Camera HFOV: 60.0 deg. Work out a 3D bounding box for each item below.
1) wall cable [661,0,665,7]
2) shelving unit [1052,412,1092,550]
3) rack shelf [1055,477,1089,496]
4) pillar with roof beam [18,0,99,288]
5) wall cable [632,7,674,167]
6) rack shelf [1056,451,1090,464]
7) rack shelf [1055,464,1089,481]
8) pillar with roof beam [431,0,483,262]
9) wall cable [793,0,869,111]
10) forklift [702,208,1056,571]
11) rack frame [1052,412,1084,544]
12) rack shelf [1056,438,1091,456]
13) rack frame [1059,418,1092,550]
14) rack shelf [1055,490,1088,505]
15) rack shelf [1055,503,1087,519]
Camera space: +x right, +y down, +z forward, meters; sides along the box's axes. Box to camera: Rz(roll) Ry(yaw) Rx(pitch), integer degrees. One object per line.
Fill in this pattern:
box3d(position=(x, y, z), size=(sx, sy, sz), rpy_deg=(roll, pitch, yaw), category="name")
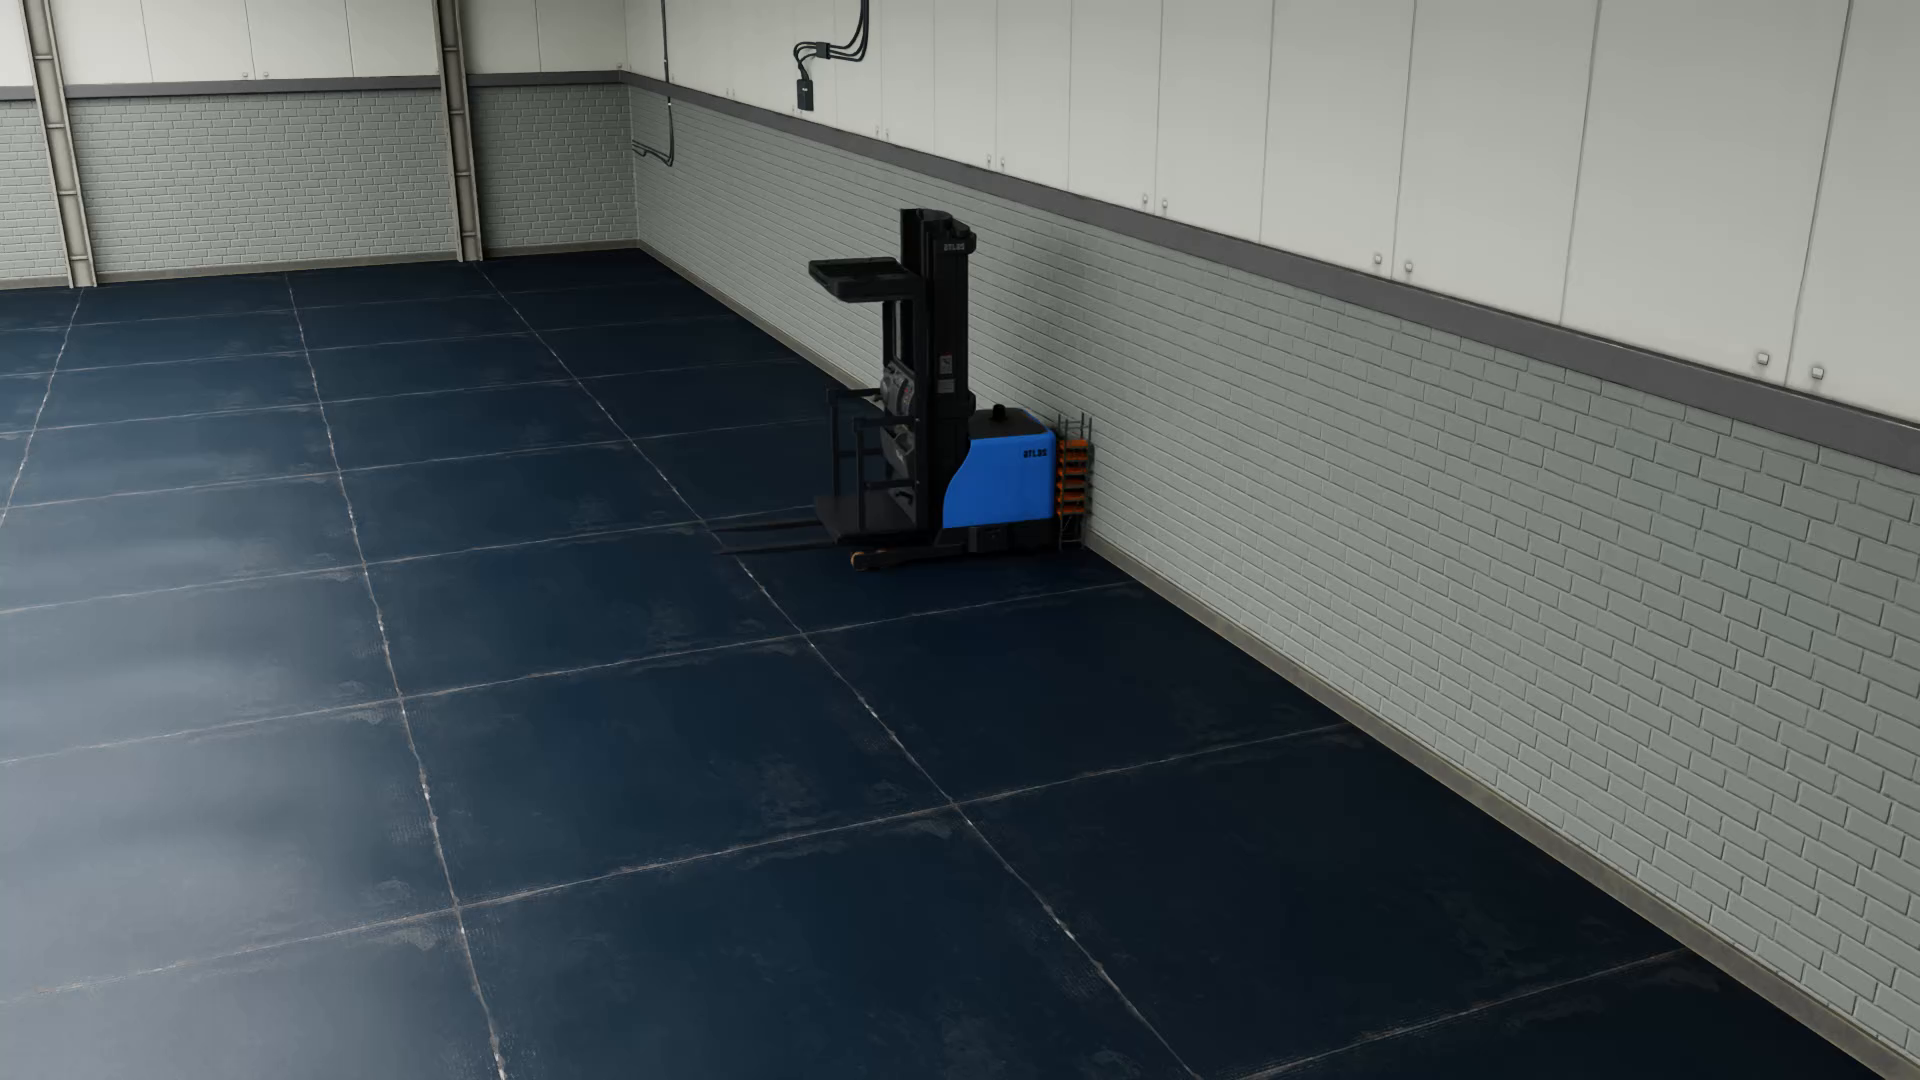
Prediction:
box3d(position=(-4.183, -9.176, 24.604), size=(0.112, 2.526, 3.097), rpy_deg=(-8, 21, -22), category="wall cable")
box3d(position=(0.982, -0.513, 14.654), size=(0.258, 1.200, 0.189), rpy_deg=(-4, 19, -17), category="shelving unit")
box3d(position=(0.981, -0.471, 14.668), size=(0.258, 0.103, 0.180), rpy_deg=(-4, 19, -17), category="rack shelf")
box3d(position=(-12.288, -6.997, 21.345), size=(0.400, 9.000, 9.100), rpy_deg=(-8, 21, -22), category="pillar with roof beam")
box3d(position=(-5.255, -7.619, 27.786), size=(0.112, 2.526, 3.097), rpy_deg=(-8, 21, -22), category="wall cable")
box3d(position=(0.988, -0.699, 14.591), size=(0.258, 0.103, 0.180), rpy_deg=(-4, 19, -17), category="rack shelf")
box3d(position=(0.985, -0.585, 14.629), size=(0.258, 0.103, 0.180), rpy_deg=(-4, 19, -17), category="rack shelf")
box3d(position=(-6.779, -7.786, 23.586), size=(0.400, 9.000, 9.100), rpy_deg=(-8, 21, -22), category="pillar with roof beam")
box3d(position=(-1.509, -7.790, 18.477), size=(0.169, 6.003, 2.305), rpy_deg=(-8, 21, -22), category="wall cable")
box3d(position=(-0.725, -1.309, 14.326), size=(3.031, 2.935, 1.130), rpy_deg=(-6, 20, -16), category="forklift")
box3d(position=(0.955, -0.542, 14.736), size=(0.240, 1.200, 0.006), rpy_deg=(-4, 19, -17), category="rack frame")
box3d(position=(0.992, -0.812, 14.553), size=(0.258, 0.103, 0.180), rpy_deg=(-4, 19, -17), category="rack shelf")
box3d(position=(1.009, -0.485, 14.571), size=(0.240, 1.200, 0.006), rpy_deg=(-4, 19, -17), category="rack frame")
box3d(position=(0.977, -0.357, 14.706), size=(0.258, 0.103, 0.180), rpy_deg=(-4, 19, -17), category="rack shelf")
box3d(position=(0.973, -0.244, 14.744), size=(0.258, 0.103, 0.180), rpy_deg=(-4, 19, -17), category="rack shelf")
